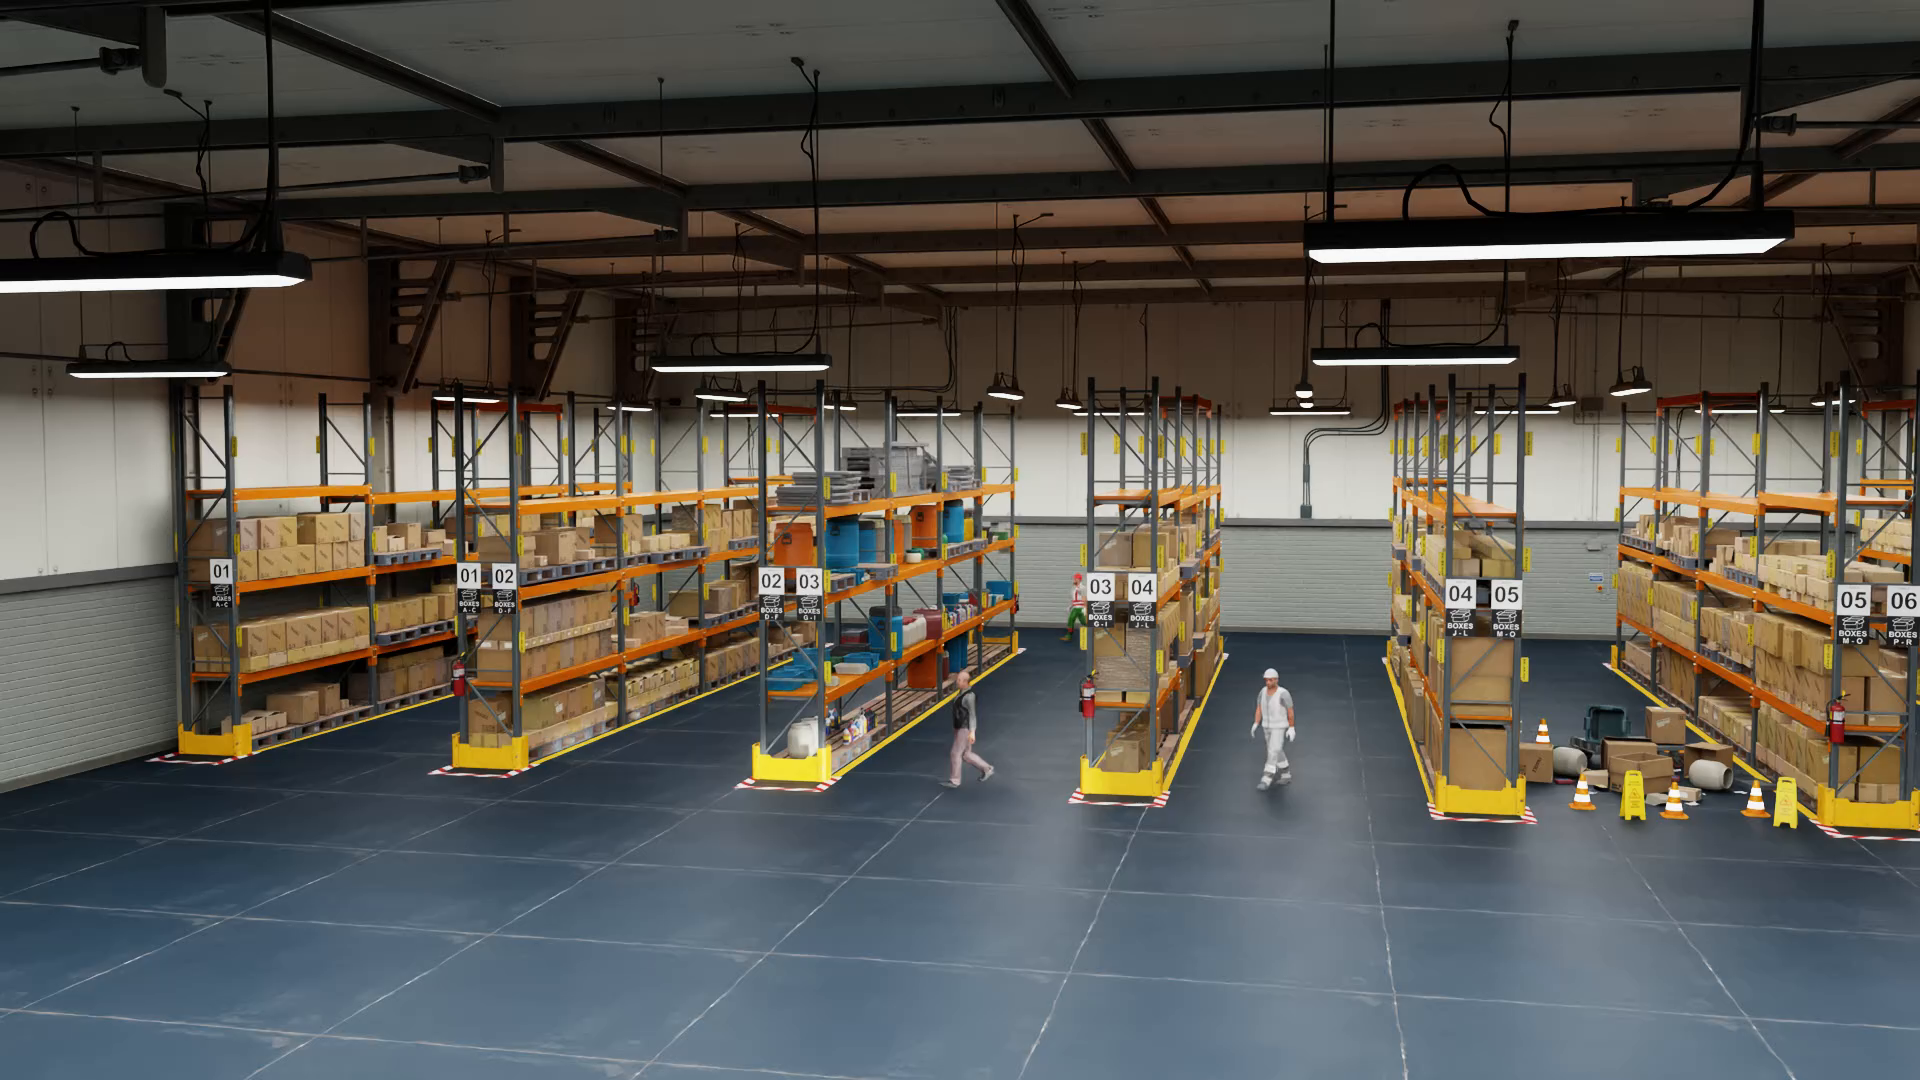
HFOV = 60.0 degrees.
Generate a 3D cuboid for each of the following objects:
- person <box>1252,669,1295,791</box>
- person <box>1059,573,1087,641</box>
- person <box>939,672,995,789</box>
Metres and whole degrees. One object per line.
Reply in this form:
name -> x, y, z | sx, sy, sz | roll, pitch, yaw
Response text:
person -> 4.529, 2.745, 24.231 | 0.993, 1.735, 0.563 | -2, 4, -38
person -> 3.072, 1.732, 42.803 | 1.045, 1.749, 0.513 | 0, 3, -1
person -> 0.102, 2.885, 24.473 | 0.868, 1.514, 0.565 | -1, 3, -9
